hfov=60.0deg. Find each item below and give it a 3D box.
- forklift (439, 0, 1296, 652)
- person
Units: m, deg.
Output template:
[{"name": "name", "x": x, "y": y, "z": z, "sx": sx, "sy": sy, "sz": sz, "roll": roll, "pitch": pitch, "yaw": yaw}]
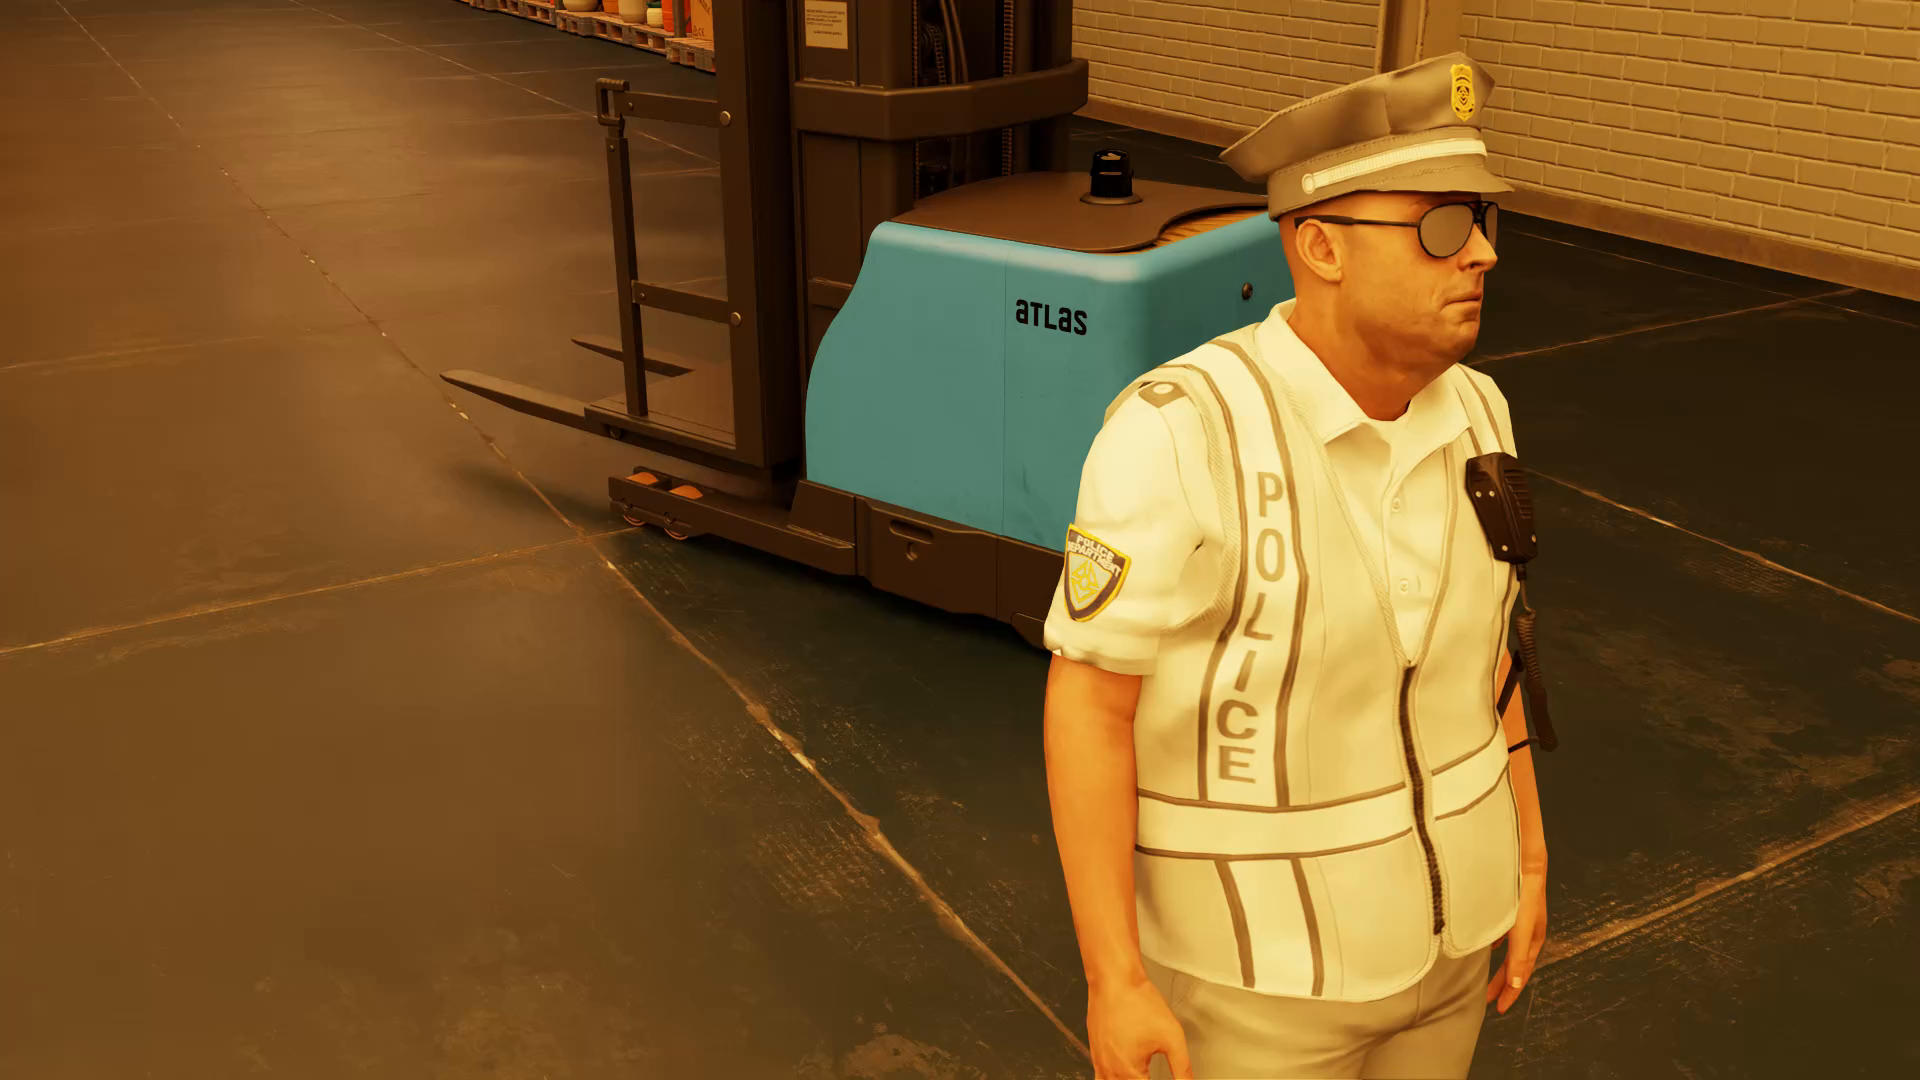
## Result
[{"name": "forklift", "x": -0.481, "y": -1.497, "z": 4.922, "sx": 3.031, "sy": 2.935, "sz": 1.130, "roll": 16, "pitch": 27, "yaw": 34}, {"name": "person", "x": 0.415, "y": 0.427, "z": 1.728, "sx": 0.640, "sy": 1.781, "sz": 0.576, "roll": -12, "pitch": 25, "yaw": -28}]
